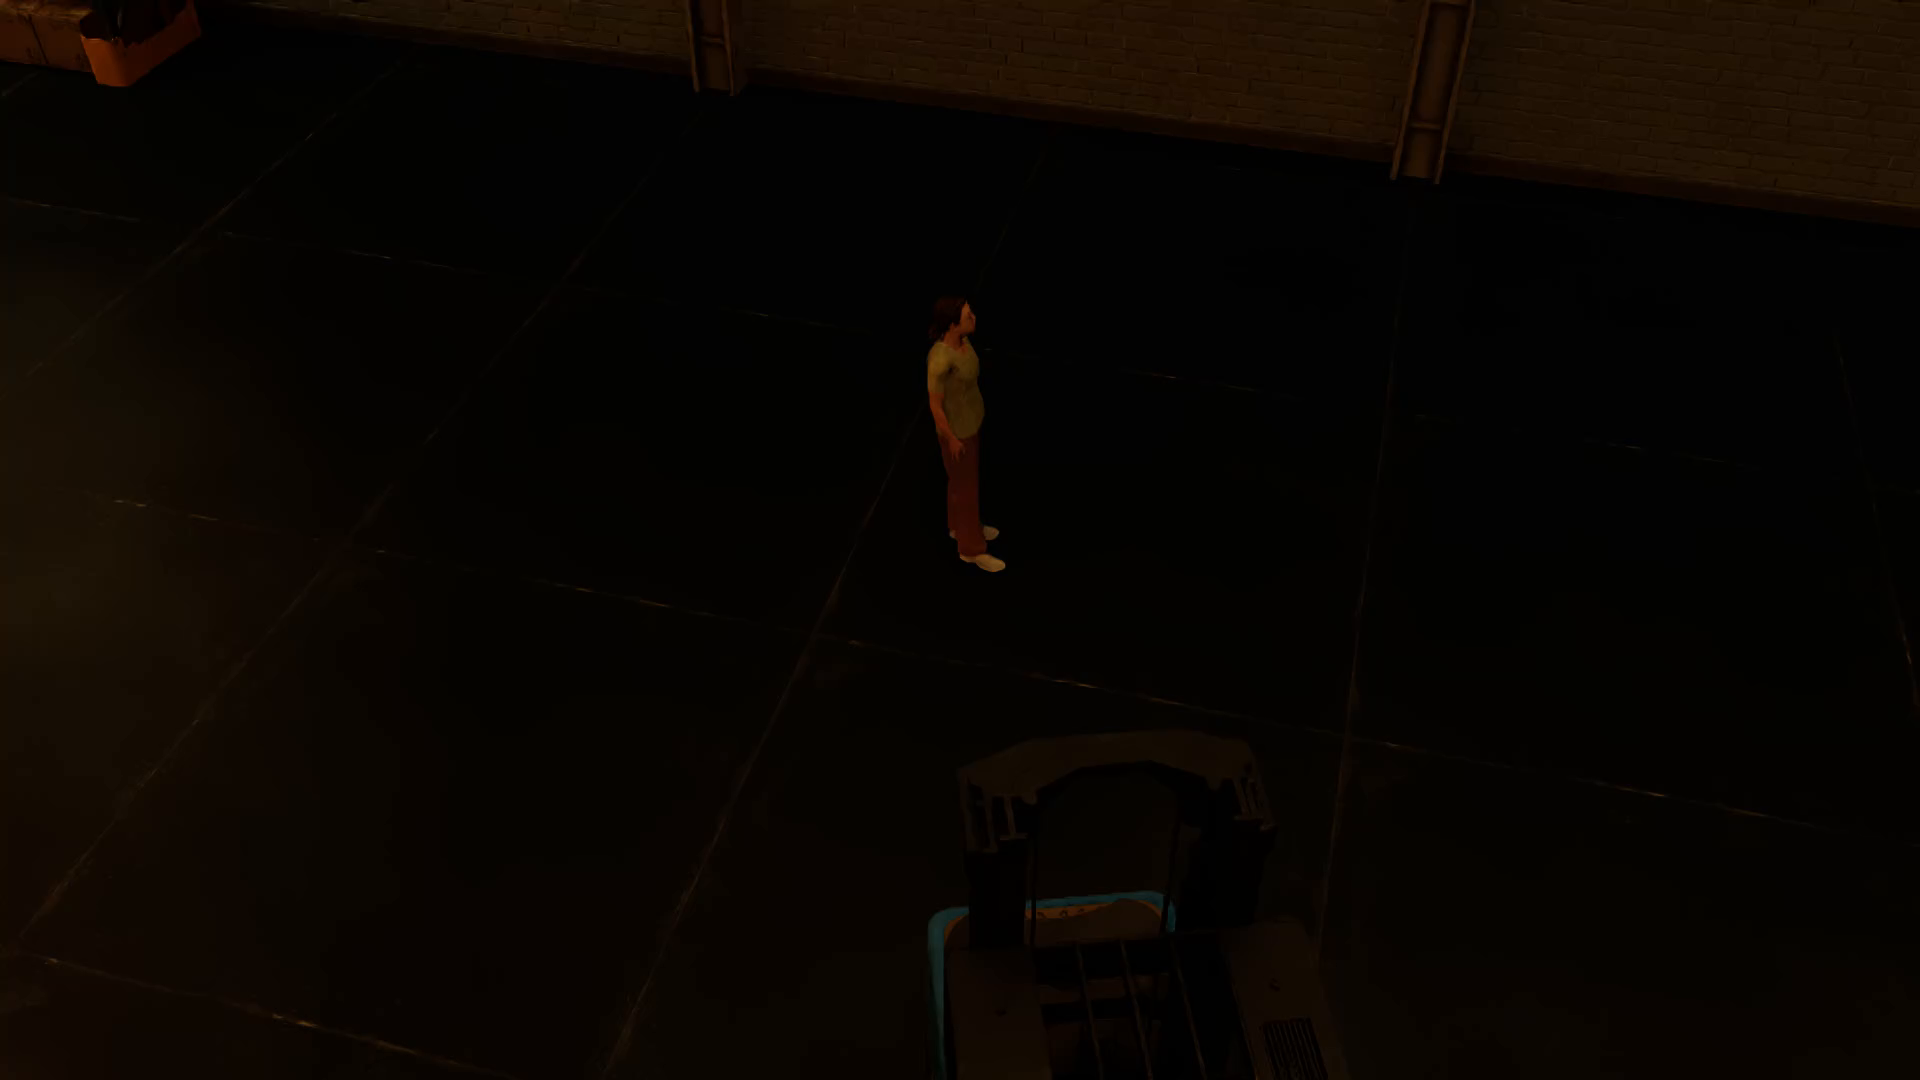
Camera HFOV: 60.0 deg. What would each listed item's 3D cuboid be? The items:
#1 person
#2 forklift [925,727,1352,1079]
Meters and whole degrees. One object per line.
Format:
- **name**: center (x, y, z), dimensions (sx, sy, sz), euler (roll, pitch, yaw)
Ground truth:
- **person**: center (0.068, -0.646, 9.480), dimensions (0.549, 1.673, 0.554), euler (10, 42, 11)
- **forklift**: center (0.521, 2.138, 5.423), dimensions (1.130, 2.935, 3.031), euler (-4, 41, -5)
